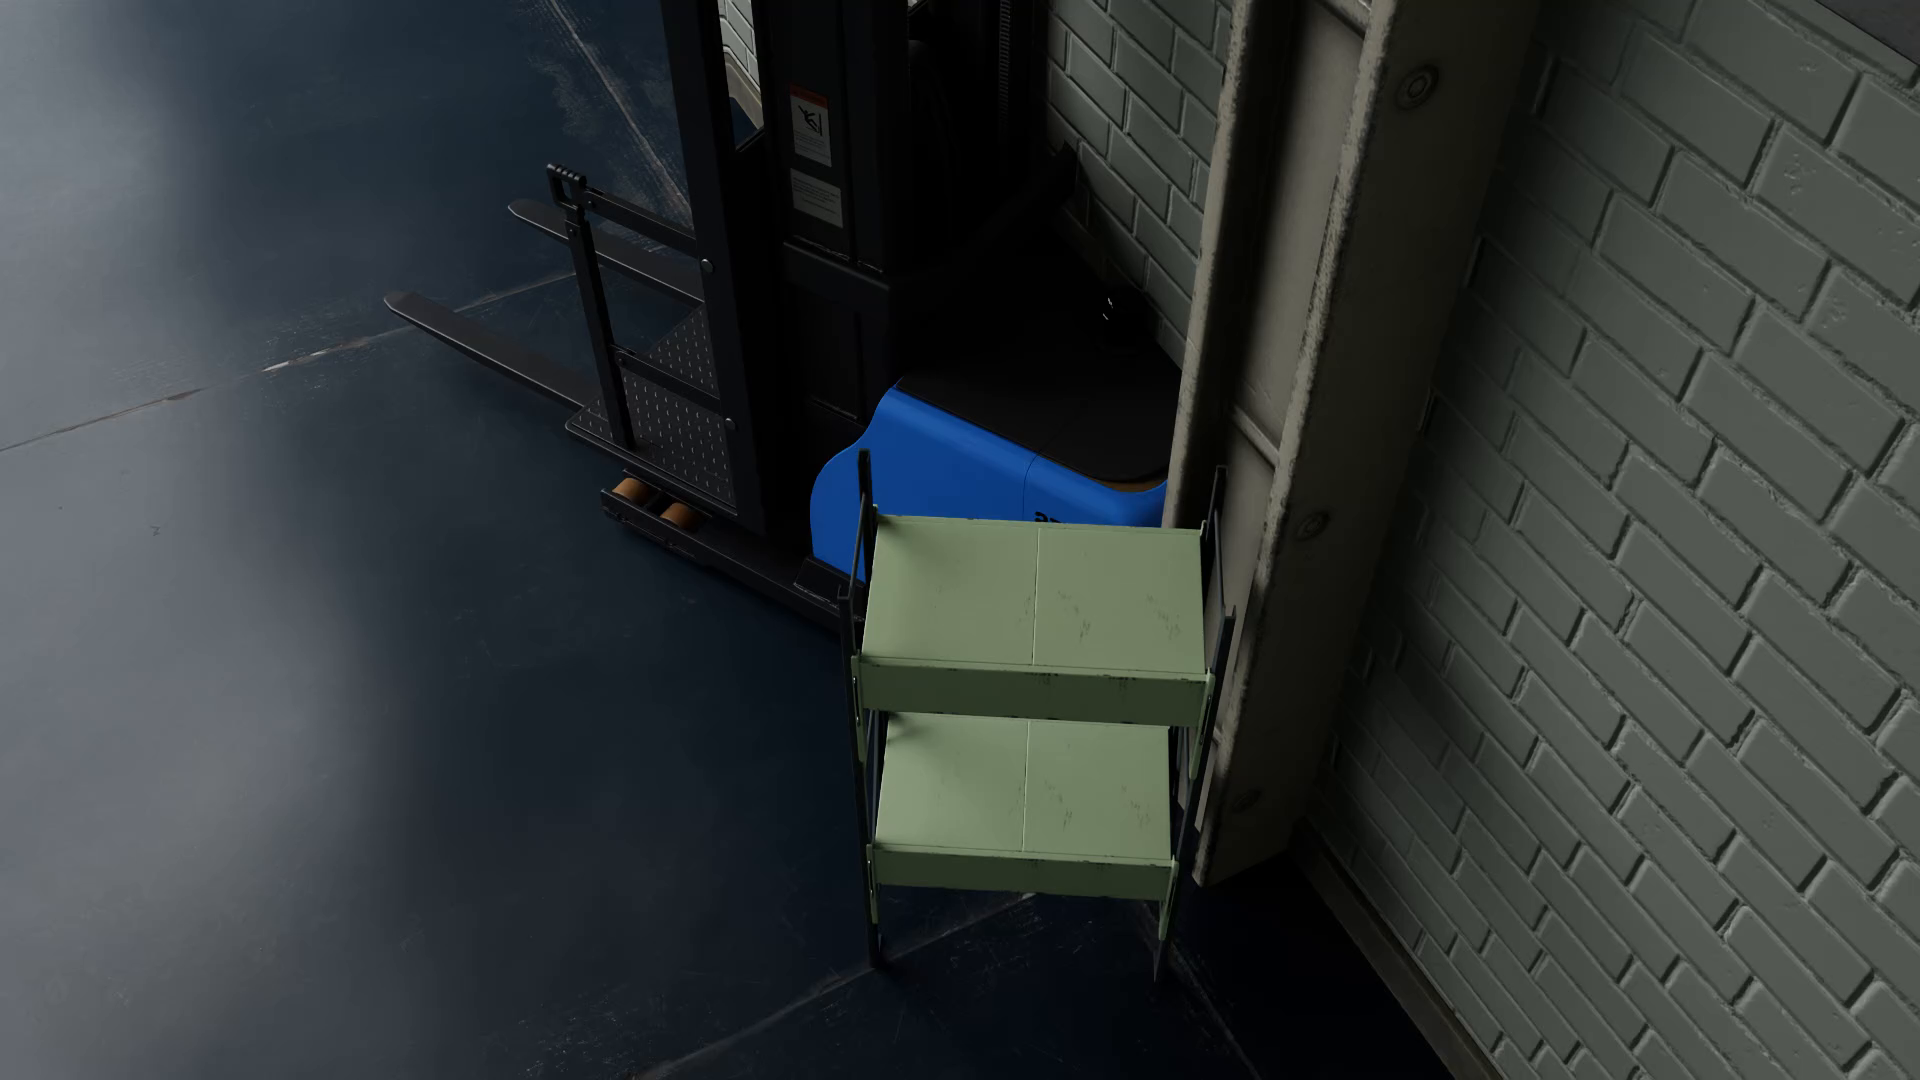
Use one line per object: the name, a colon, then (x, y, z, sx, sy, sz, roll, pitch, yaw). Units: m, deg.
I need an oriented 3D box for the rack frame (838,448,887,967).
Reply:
rack frame: (-0.209, 0.456, 3.855, 0.023, 1.500, 0.400, 3, 49, 2)

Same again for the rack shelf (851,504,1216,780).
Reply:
rack shelf: (0.156, 0.217, 3.545, 0.720, 0.370, 0.431, 3, 49, 2)

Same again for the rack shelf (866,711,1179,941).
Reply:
rack shelf: (0.156, 0.688, 4.085, 0.720, 0.370, 0.431, 3, 49, 2)

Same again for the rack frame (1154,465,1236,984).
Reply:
rack frame: (0.521, 0.492, 3.824, 0.023, 1.500, 0.400, 3, 49, 2)

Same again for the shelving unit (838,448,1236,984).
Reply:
shelving unit: (0.156, 0.474, 3.839, 0.755, 1.500, 0.431, 3, 49, 2)

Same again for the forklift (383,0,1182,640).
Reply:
forklift: (-0.521, -1.222, 4.372, 3.031, 2.935, 1.130, 26, 54, 21)
